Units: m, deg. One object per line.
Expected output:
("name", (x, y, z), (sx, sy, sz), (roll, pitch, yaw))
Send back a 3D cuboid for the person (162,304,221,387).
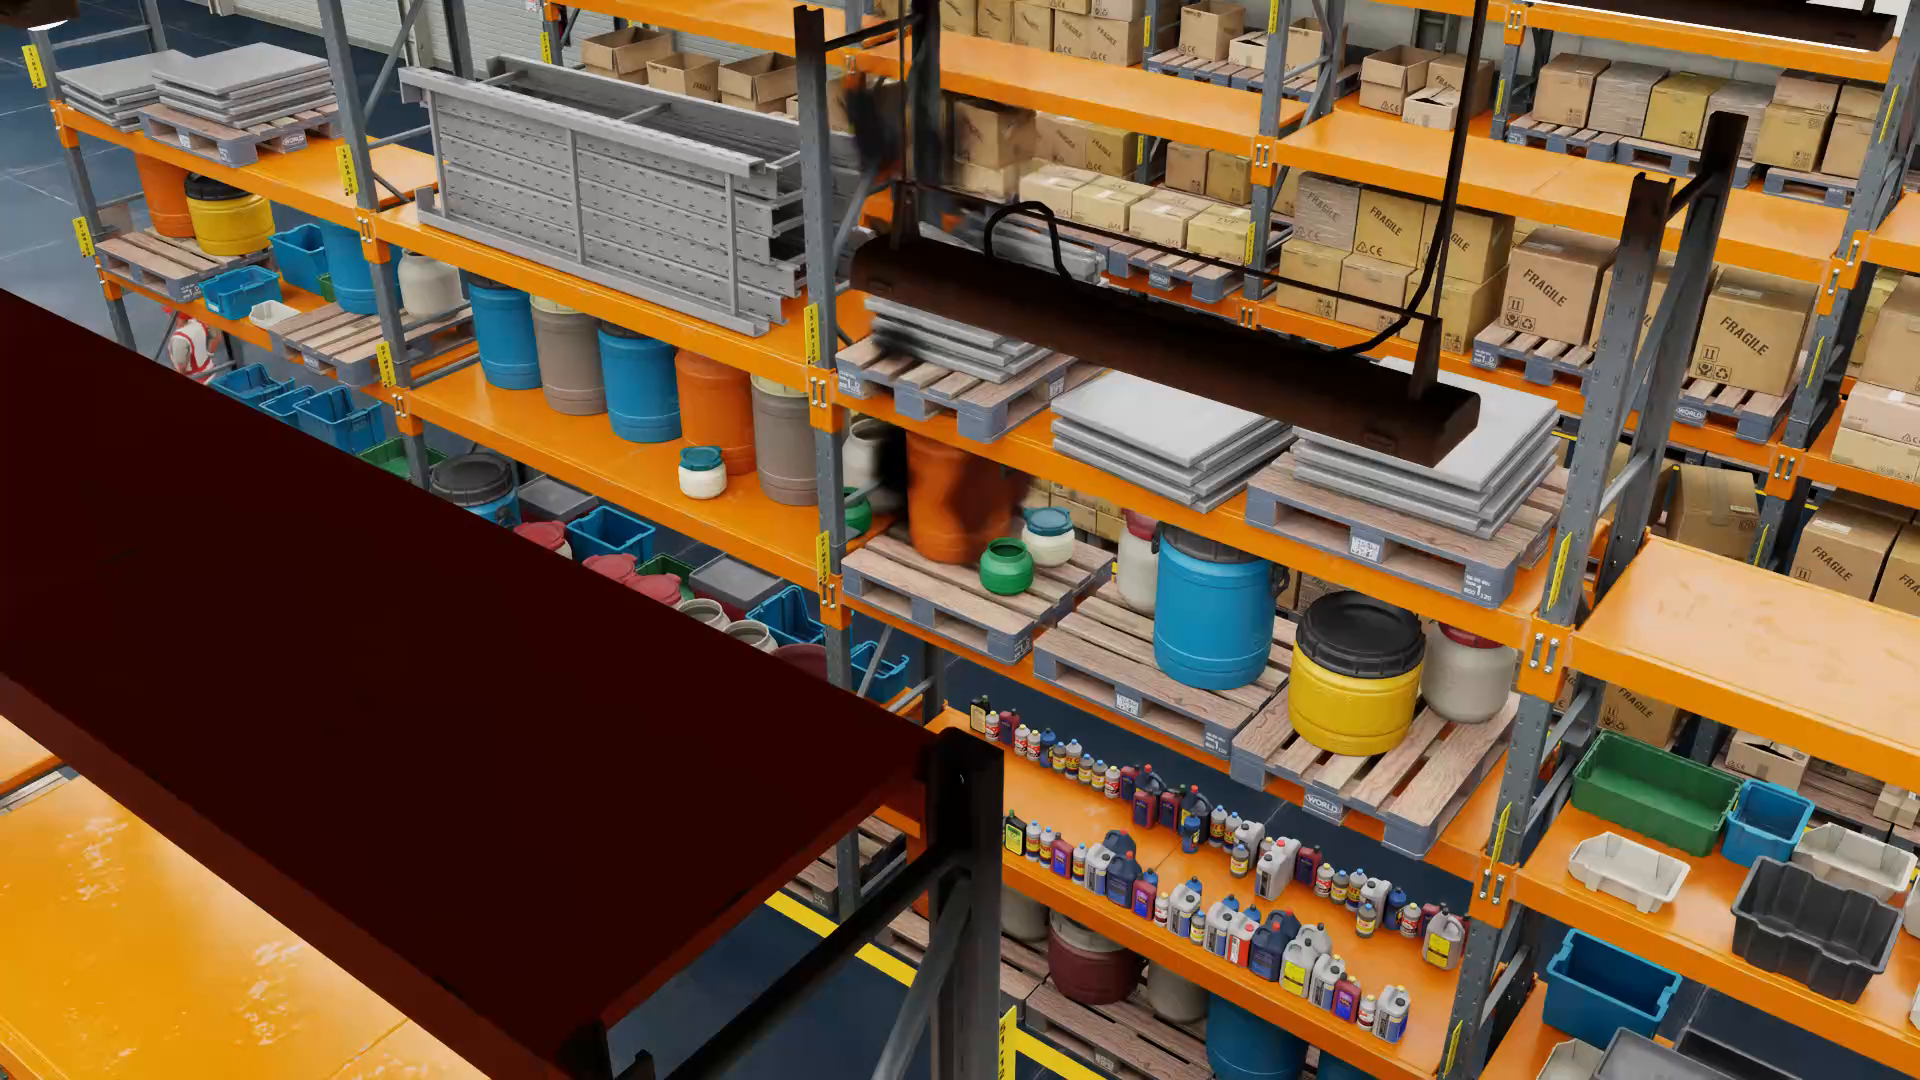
("person", (-7.444, -1.565, 16.194), (0.660, 1.747, 0.720), (3, 32, 4))
